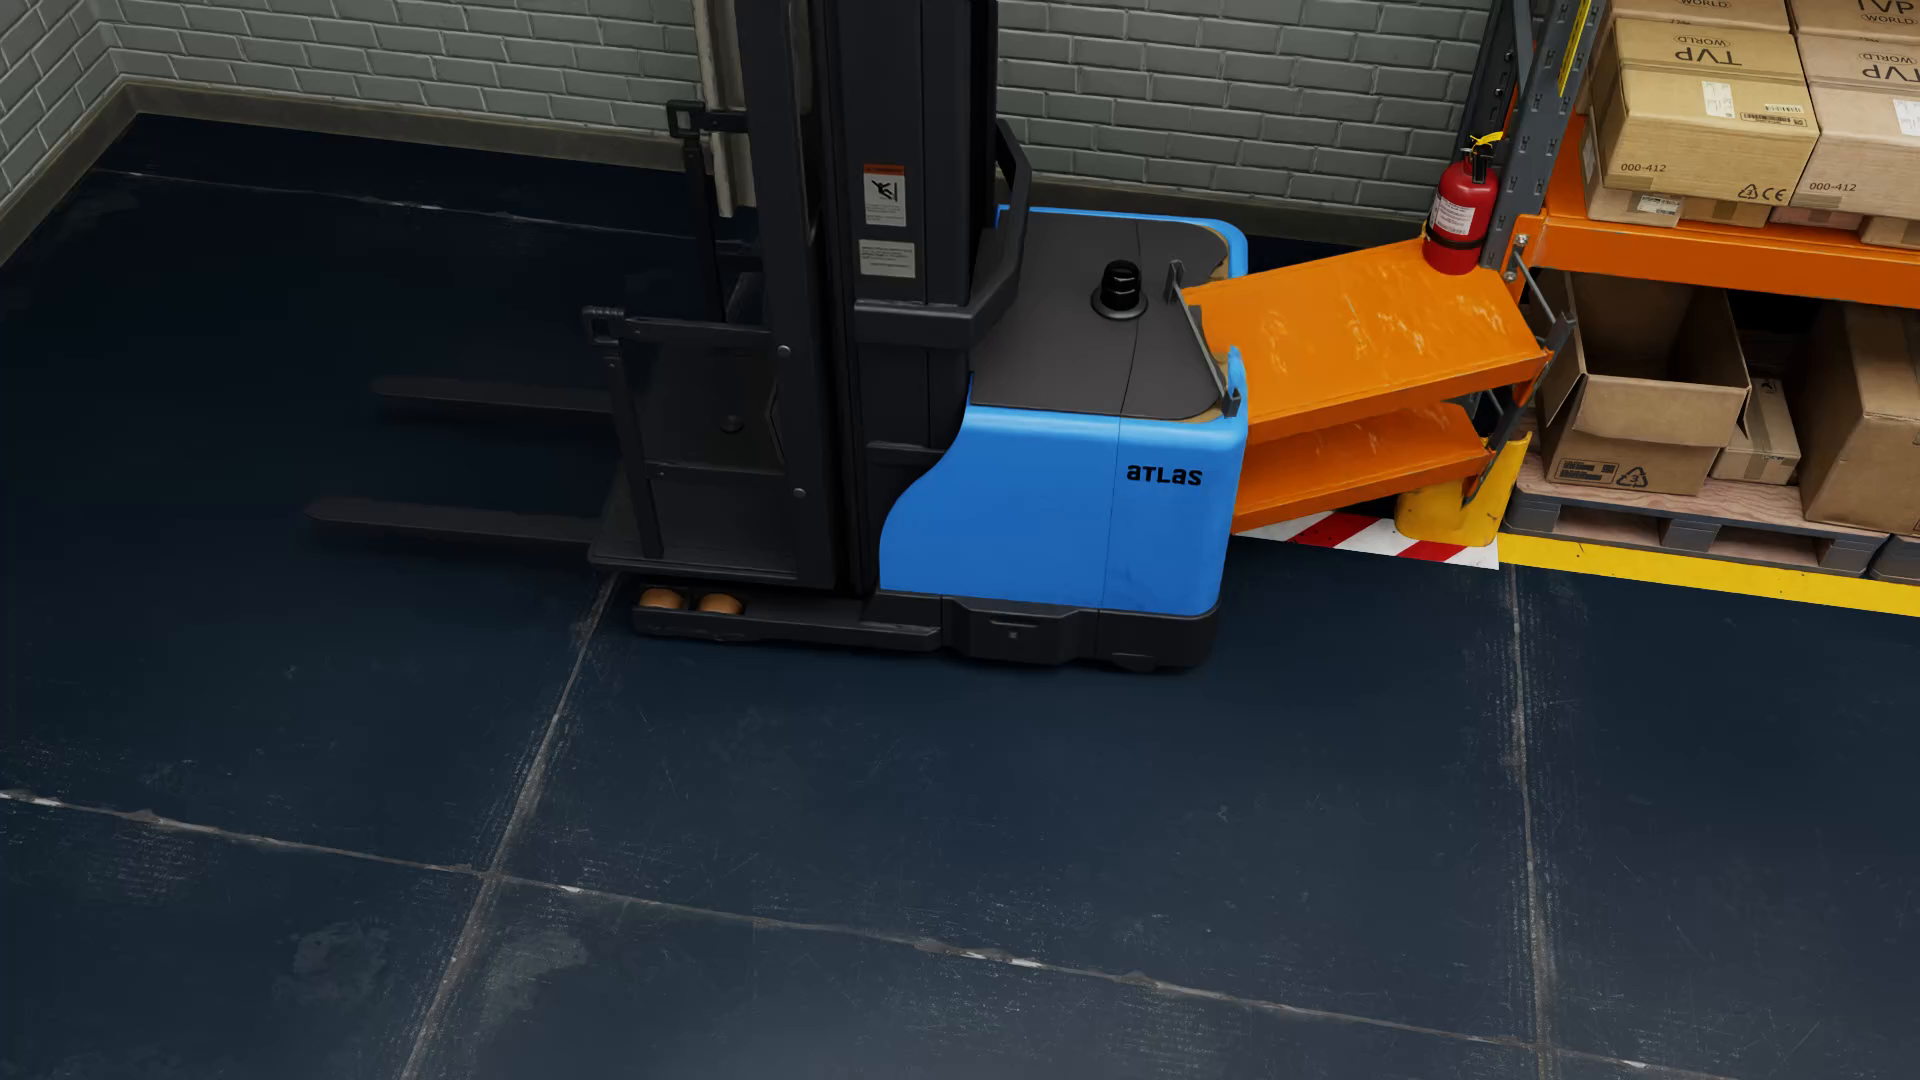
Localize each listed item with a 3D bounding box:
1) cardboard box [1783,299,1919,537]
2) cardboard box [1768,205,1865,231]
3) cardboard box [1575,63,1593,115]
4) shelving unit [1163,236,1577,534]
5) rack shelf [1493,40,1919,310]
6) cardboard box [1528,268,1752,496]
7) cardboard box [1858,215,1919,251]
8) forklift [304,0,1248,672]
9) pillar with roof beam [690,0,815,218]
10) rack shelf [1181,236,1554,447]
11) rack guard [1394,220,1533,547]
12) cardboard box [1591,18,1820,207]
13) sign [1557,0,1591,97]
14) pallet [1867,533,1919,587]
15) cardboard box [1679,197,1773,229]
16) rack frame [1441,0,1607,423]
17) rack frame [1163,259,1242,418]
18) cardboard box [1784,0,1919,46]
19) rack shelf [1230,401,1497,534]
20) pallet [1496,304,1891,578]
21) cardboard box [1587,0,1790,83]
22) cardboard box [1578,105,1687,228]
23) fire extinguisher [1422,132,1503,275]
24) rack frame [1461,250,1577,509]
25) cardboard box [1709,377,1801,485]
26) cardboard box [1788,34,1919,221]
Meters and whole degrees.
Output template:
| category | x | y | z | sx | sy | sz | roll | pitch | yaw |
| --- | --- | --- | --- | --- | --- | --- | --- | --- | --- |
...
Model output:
| category | x | y | z | sx | sy | sz | roll | pitch | yaw |
| --- | --- | --- | --- | --- | --- | --- | --- | --- | --- |
| cardboard box | 3.123 | -0.443 | 5.530 | 0.500 | 0.500 | 0.700 | 9 | 49 | 8 |
| cardboard box | 2.502 | -1.093 | 4.884 | 0.250 | 0.149 | 0.380 | 7 | 48 | 6 |
| cardboard box | 2.077 | -1.499 | 5.249 | 0.250 | 0.149 | 0.380 | 7 | 48 | 6 |
| shelving unit | 1.158 | -0.435 | 5.226 | 1.048 | 1.125 | 0.538 | -13 | 62 | -9 |
| rack shelf | 3.672 | -0.925 | 5.048 | 4.000 | 0.370 | 1.077 | 8 | 49 | 7 |
| cardboard box | 2.289 | -0.586 | 5.656 | 0.637 | 0.503 | 0.797 | 6 | 48 | 5 |
| cardboard box | 2.739 | -1.014 | 4.814 | 0.250 | 0.149 | 0.380 | 9 | 49 | 8 |
| forklift | -0.641 | -1.035 | 4.709 | 3.031 | 2.935 | 1.130 | 5 | 48 | 4 |
| pillar with roof beam | -1.555 | -1.300 | 0.869 | 0.400 | 9.000 | 9.100 | 8 | 49 | 7 |
| rack shelf | 1.167 | -0.578 | 4.971 | 1.000 | 0.278 | 0.538 | -13 | 62 | -9 |
| rack guard | 1.778 | -0.584 | 5.939 | 0.348 | 0.500 | 1.175 | 8 | 49 | 7 |
| cardboard box | 2.102 | -1.222 | 4.732 | 0.500 | 0.250 | 0.500 | 8 | 49 | 7 |
| sign | 1.607 | -1.322 | 4.339 | 0.005 | 0.325 | 0.100 | 8 | 49 | 7 |
| pallet | 3.760 | -0.220 | 5.806 | 1.213 | 0.211 | 1.003 | 8 | 49 | 7 |
| cardboard box | 2.237 | -1.102 | 4.892 | 0.250 | 0.149 | 0.380 | 9 | 49 | 8 |
| rack frame | 1.704 | -1.430 | 5.018 | 0.127 | 3.000 | 1.000 | 8 | 49 | 7 |
| rack frame | 0.670 | -0.318 | 5.144 | 0.032 | 1.125 | 0.500 | -13 | 62 | -9 |
| cardboard box | 2.711 | -1.544 | 5.021 | 0.500 | 0.250 | 0.500 | 8 | 49 | 7 |
| rack shelf | 1.151 | -0.315 | 5.439 | 1.000 | 0.278 | 0.538 | -13 | 62 | -9 |
| pallet | 2.563 | -0.383 | 5.953 | 1.213 | 0.211 | 1.003 | 8 | 49 | 7 |
| cardboard box | 2.203 | -1.613 | 5.083 | 0.500 | 0.250 | 0.500 | 9 | 49 | 8 |
| cardboard box | 1.978 | -1.102 | 4.892 | 0.250 | 0.149 | 0.380 | 7 | 48 | 7 |
| fire extinguisher | 1.477 | -0.961 | 4.899 | 0.183 | 0.674 | 0.296 | 8 | 49 | 7 |
| rack frame | 1.647 | -0.551 | 5.307 | 0.032 | 1.125 | 0.500 | -13 | 62 | -9 |
| cardboard box | 2.700 | -0.383 | 5.711 | 0.250 | 0.149 | 0.380 | 6 | 48 | 5 |
| cardboard box | 2.598 | -1.156 | 4.673 | 0.500 | 0.250 | 0.500 | 8 | 49 | 7 |
